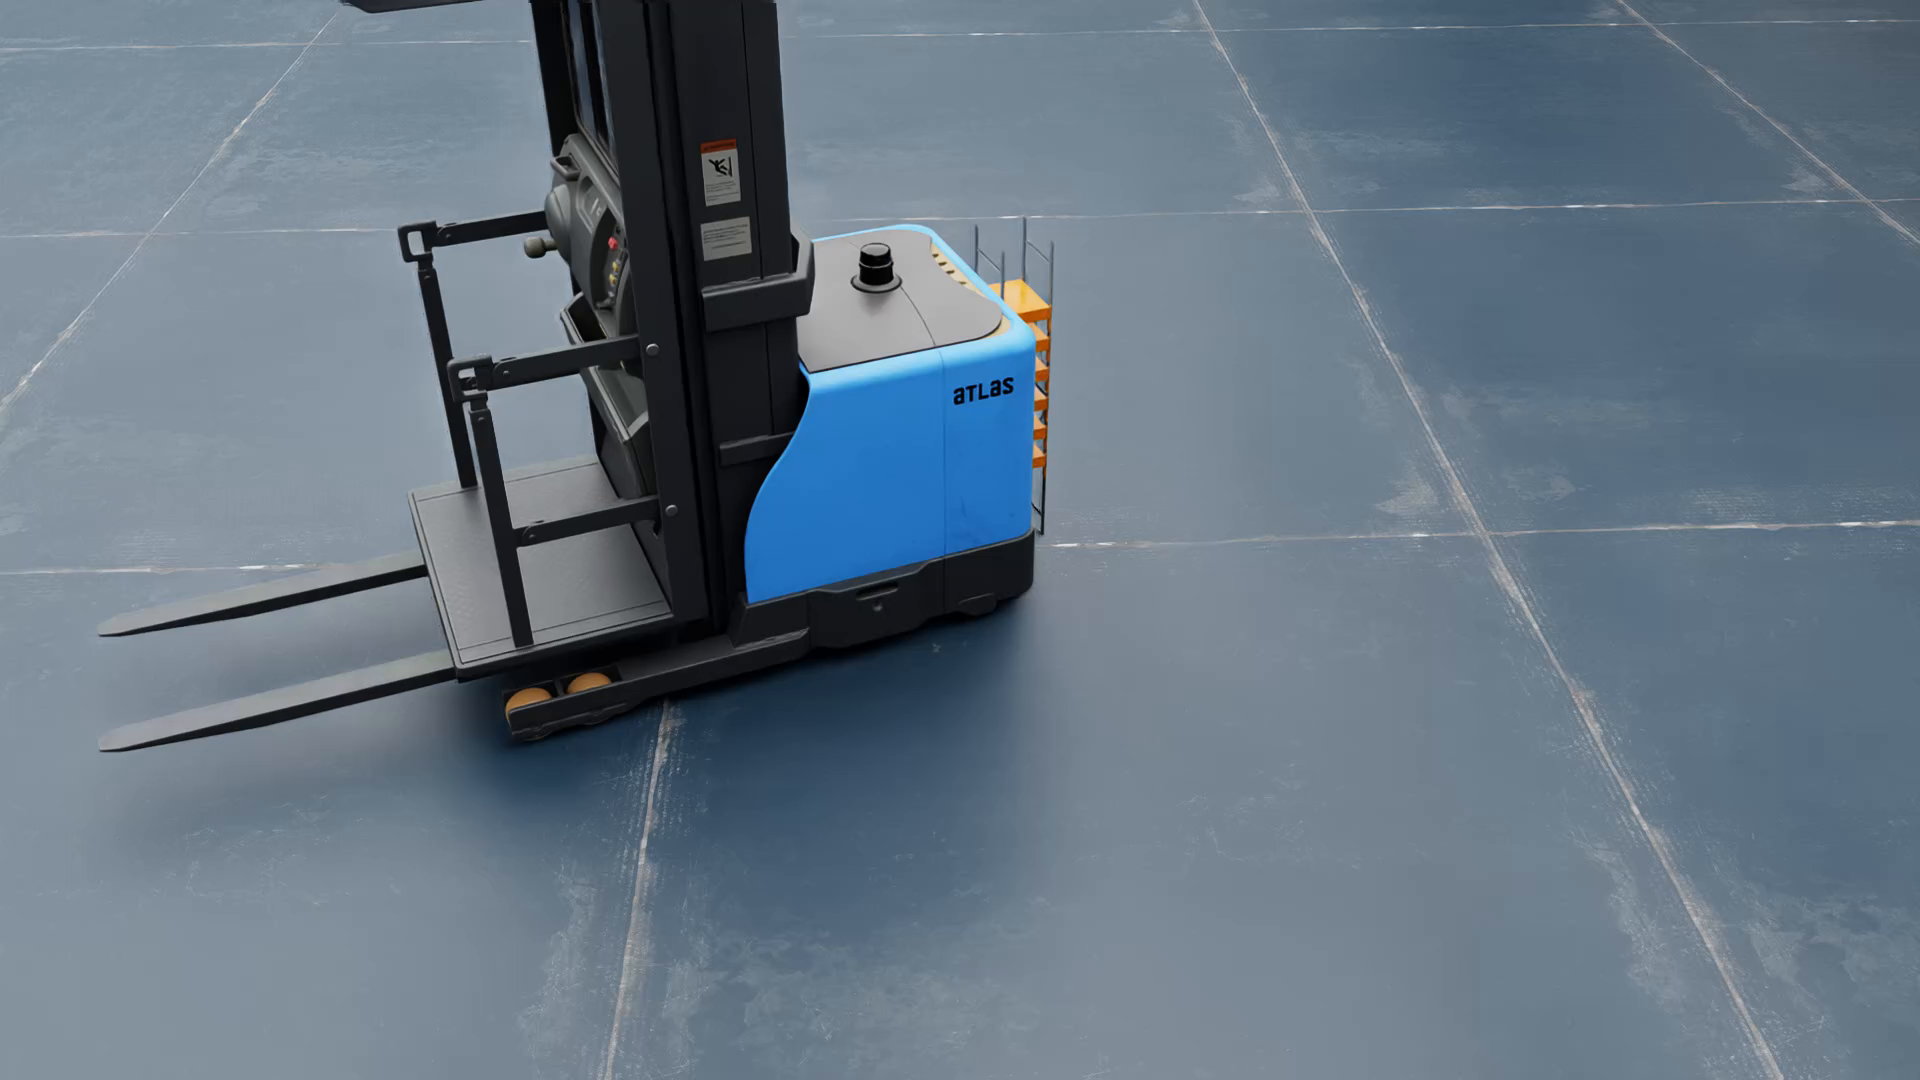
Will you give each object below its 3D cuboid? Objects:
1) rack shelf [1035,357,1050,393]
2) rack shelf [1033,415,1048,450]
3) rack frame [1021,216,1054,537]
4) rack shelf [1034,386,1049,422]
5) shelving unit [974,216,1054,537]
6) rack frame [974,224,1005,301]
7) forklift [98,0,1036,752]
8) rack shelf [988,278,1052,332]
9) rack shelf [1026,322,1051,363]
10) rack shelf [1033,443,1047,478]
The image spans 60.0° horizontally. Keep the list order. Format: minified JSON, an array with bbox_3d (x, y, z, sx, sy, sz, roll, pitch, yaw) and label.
[{"bbox_3d":[0.184,-0.611,5.945,0.180,0.103,0.258,-14,37,-19],"label":"rack shelf"},{"bbox_3d":[0.184,-0.413,6.082,0.180,0.103,0.258,-14,37,-19],"label":"rack shelf"},{"bbox_3d":[0.268,-0.569,6.018,0.006,1.200,0.240,-14,37,-19],"label":"rack frame"},{"bbox_3d":[0.184,-0.512,6.014,0.180,0.103,0.258,-14,37,-19],"label":"rack shelf"},{"bbox_3d":[0.184,-0.549,5.988,0.189,1.200,0.258,-14,37,-19],"label":"shelving unit"},{"bbox_3d":[0.100,-0.528,5.959,0.006,1.200,0.240,-14,37,-19],"label":"rack frame"},{"bbox_3d":[-1.304,-0.907,4.985,3.031,2.935,1.130,-14,37,-19],"label":"forklift"},{"bbox_3d":[0.184,-0.808,5.809,0.180,0.103,0.258,-14,37,-19],"label":"rack shelf"},{"bbox_3d":[0.184,-0.709,5.877,0.180,0.103,0.258,-14,37,-19],"label":"rack shelf"},{"bbox_3d":[0.184,-0.315,6.150,0.180,0.103,0.258,-14,37,-19],"label":"rack shelf"}]
